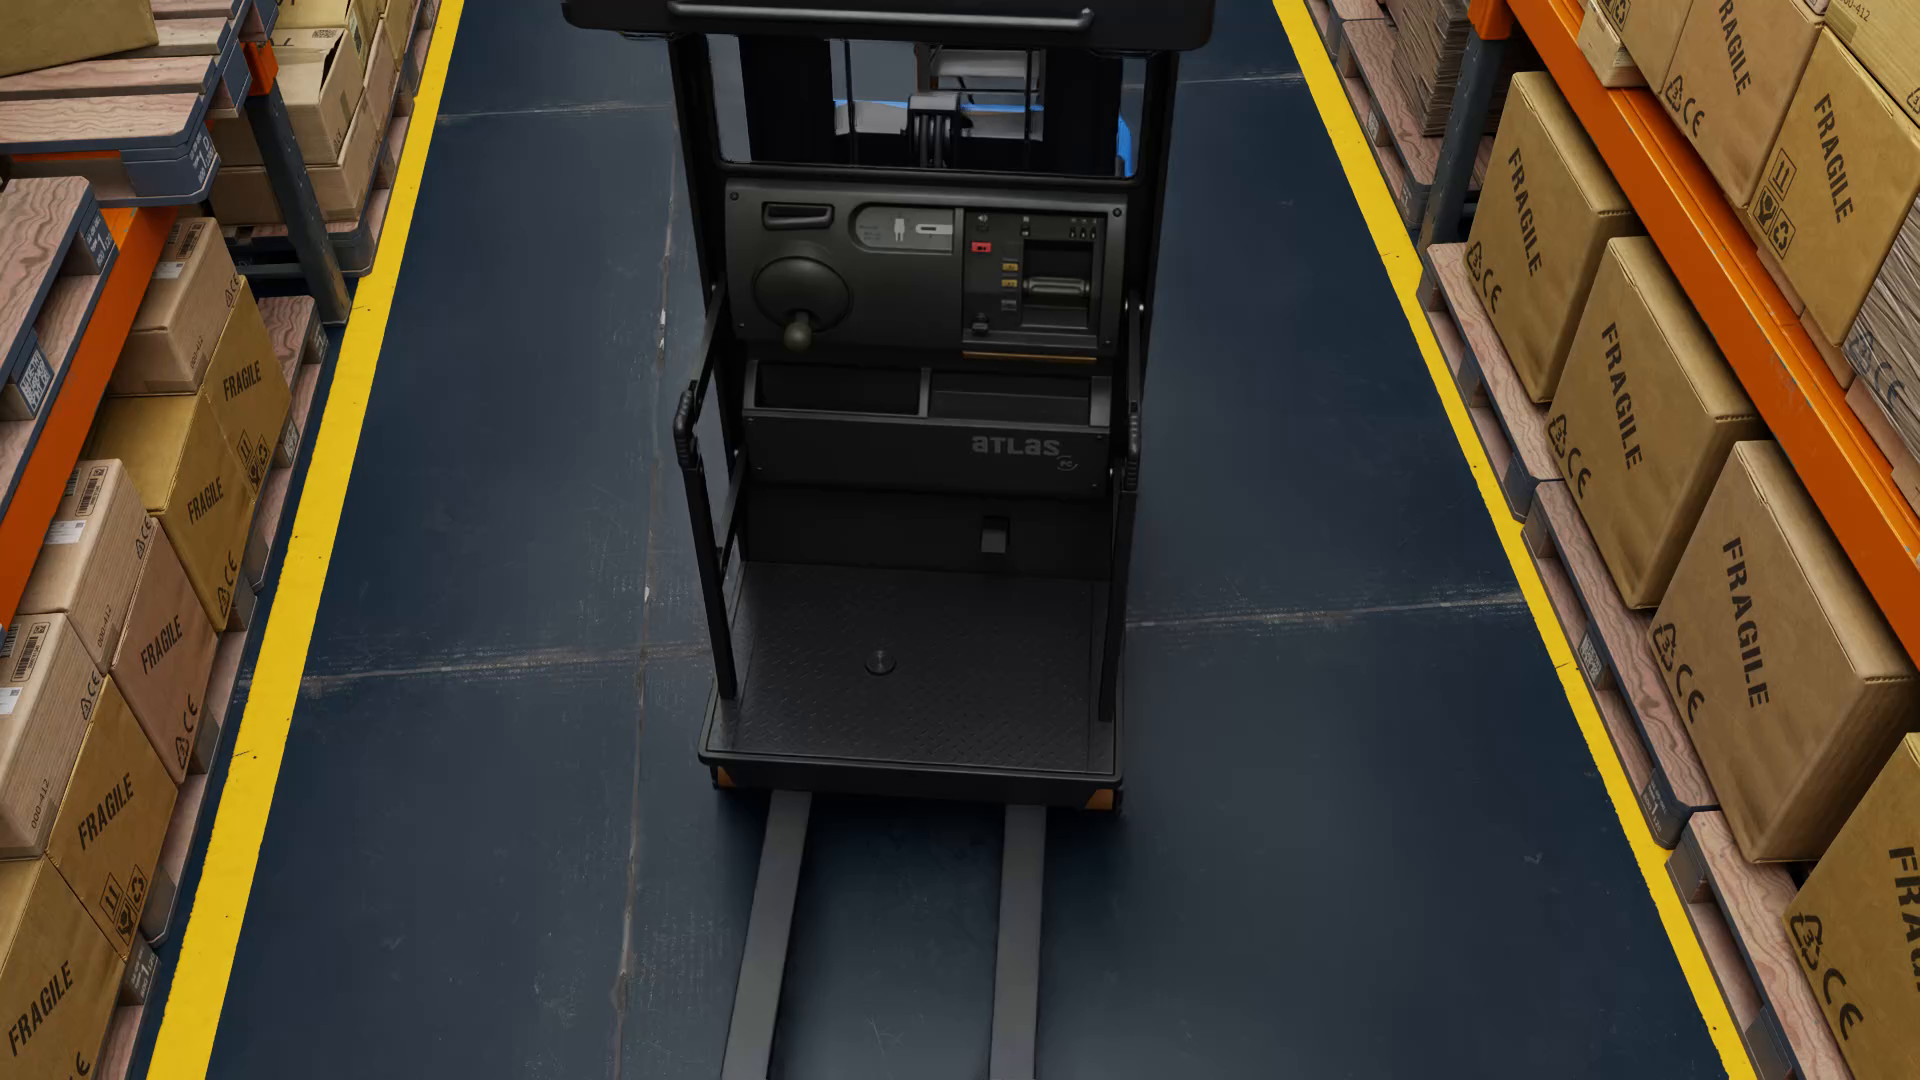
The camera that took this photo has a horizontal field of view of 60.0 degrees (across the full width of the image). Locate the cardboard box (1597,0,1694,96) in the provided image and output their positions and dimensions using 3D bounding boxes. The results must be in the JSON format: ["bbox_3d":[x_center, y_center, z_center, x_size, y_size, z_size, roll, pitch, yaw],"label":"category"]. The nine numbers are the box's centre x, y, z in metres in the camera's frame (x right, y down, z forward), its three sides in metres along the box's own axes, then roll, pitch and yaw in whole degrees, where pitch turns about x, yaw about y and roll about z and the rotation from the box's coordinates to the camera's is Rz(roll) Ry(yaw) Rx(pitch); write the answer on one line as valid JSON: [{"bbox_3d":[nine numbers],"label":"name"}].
[{"bbox_3d":[2.048,-1.515,4.332,0.500,0.500,0.500,-2,47,-2],"label":"cardboard box"}]

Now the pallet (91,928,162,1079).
[{"bbox_3d":[-2.479,1.452,3.729,1.003,0.211,1.213,-3,47,-3],"label":"pallet"}]

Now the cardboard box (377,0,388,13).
[{"bbox_3d":[-2.552,-2.352,6.630,0.500,0.311,0.500,-5,47,-4],"label":"cardboard box"}]

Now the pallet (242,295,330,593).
[{"bbox_3d":[-2.683,-0.313,5.401,1.003,0.211,1.213,-3,47,-3],"label":"pallet"}]

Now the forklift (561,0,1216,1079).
[{"bbox_3d":[-0.096,-0.527,3.731,1.130,2.935,3.031,3,47,3],"label":"forklift"}]

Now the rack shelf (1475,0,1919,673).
[{"bbox_3d":[2.395,-0.424,4.081,1.077,0.370,4.000,-3,47,-3],"label":"rack shelf"}]

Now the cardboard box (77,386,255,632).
[{"bbox_3d":[-2.353,-0.069,4.668,0.500,0.500,0.500,-5,47,-5],"label":"cardboard box"}]

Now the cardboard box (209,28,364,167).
[{"bbox_3d":[-2.459,-1.603,5.921,0.500,0.311,0.500,-2,47,-2],"label":"cardboard box"}]

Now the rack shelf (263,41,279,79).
[{"bbox_3d":[-2.876,-3.014,6.534,1.077,0.370,4.000,-3,47,-3],"label":"rack shelf"}]

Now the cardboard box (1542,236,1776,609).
[{"bbox_3d":[2.226,-0.349,4.706,0.750,0.750,0.750,-4,47,-3],"label":"cardboard box"}]

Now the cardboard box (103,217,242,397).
[{"bbox_3d":[-2.387,-0.661,4.712,0.500,0.250,0.500,-2,47,-2],"label":"cardboard box"}]

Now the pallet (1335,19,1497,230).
[{"bbox_3d":[2.164,-1.725,6.738,1.003,0.211,1.213,-3,47,-3],"label":"pallet"}]

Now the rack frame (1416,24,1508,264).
[{"bbox_3d":[2.228,-2.118,5.190,1.000,3.000,0.127,-3,47,-3],"label":"rack frame"}]

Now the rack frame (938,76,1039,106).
[{"bbox_3d":[0.093,-1.722,5.435,0.400,2.100,0.015,2,46,1],"label":"rack frame"}]

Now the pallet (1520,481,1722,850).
[{"bbox_3d":[2.318,0.296,4.824,1.003,0.211,1.213,-3,47,-3],"label":"pallet"}]

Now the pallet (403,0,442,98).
[{"bbox_3d":[-2.837,-2.334,7.315,1.003,0.211,1.213,-3,47,-3],"label":"pallet"}]

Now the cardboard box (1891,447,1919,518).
[{"bbox_3d":[2.196,-0.112,3.449,0.380,0.149,0.250,-3,47,-3],"label":"cardboard box"}]

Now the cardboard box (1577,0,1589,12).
[{"bbox_3d":[2.037,-1.604,4.862,0.380,0.149,0.250,-3,47,-3],"label":"cardboard box"}]

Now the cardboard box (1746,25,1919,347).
[{"bbox_3d":[2.140,-0.780,3.635,0.500,0.500,0.500,-2,47,-2],"label":"cardboard box"}]

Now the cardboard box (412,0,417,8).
[{"bbox_3d":[-2.594,-2.521,7.176,0.500,0.250,0.500,-3,47,-2],"label":"cardboard box"}]

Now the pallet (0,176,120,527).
[{"bbox_3d":[-2.541,-0.342,3.640,1.003,0.211,1.213,-3,47,-3],"label":"pallet"}]

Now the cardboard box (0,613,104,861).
[{"bbox_3d":[-2.255,0.442,3.668,0.500,0.250,0.500,-3,47,-3],"label":"cardboard box"}]

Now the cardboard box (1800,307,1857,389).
[{"bbox_3d":[2.179,-0.487,3.804,0.380,0.149,0.250,-2,47,-2],"label":"cardboard box"}]

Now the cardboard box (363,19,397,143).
[{"bbox_3d":[-2.502,-1.774,6.469,0.500,0.250,0.500,-5,47,-4],"label":"cardboard box"}]

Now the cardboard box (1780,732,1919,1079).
[{"bbox_3d":[2.379,0.908,3.515,0.750,0.750,0.750,-3,47,-3],"label":"cardboard box"}]

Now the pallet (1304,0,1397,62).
[{"bbox_3d":[2.065,-2.606,7.572,1.003,0.211,1.213,-3,47,-3],"label":"pallet"}]

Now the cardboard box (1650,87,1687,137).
[{"bbox_3d":[2.119,-1.232,4.510,0.380,0.149,0.250,-4,47,-4],"label":"cardboard box"}]

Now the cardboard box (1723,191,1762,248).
[{"bbox_3d":[2.160,-0.857,4.155,0.380,0.149,0.250,-3,47,-3],"label":"cardboard box"}]

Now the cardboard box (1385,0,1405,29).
[{"bbox_3d":[2.188,-2.308,6.788,0.700,0.500,0.500,-4,47,-3],"label":"cardboard box"}]

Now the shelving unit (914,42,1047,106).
[{"bbox_3d":[0.085,-1.548,5.264,0.431,2.100,0.503,2,46,1],"label":"shelving unit"}]

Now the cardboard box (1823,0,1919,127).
[{"bbox_3d":[2.149,-1.056,3.380,0.500,0.250,0.500,-4,47,-4],"label":"cardboard box"}]

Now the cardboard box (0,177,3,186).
[{"bbox_3d":[-2.657,-0.871,3.651,0.700,0.500,0.500,4,47,4],"label":"cardboard box"}]

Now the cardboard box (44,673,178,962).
[{"bbox_3d":[-2.261,0.676,3.963,0.500,0.500,0.500,-3,47,-3],"label":"cardboard box"}]
